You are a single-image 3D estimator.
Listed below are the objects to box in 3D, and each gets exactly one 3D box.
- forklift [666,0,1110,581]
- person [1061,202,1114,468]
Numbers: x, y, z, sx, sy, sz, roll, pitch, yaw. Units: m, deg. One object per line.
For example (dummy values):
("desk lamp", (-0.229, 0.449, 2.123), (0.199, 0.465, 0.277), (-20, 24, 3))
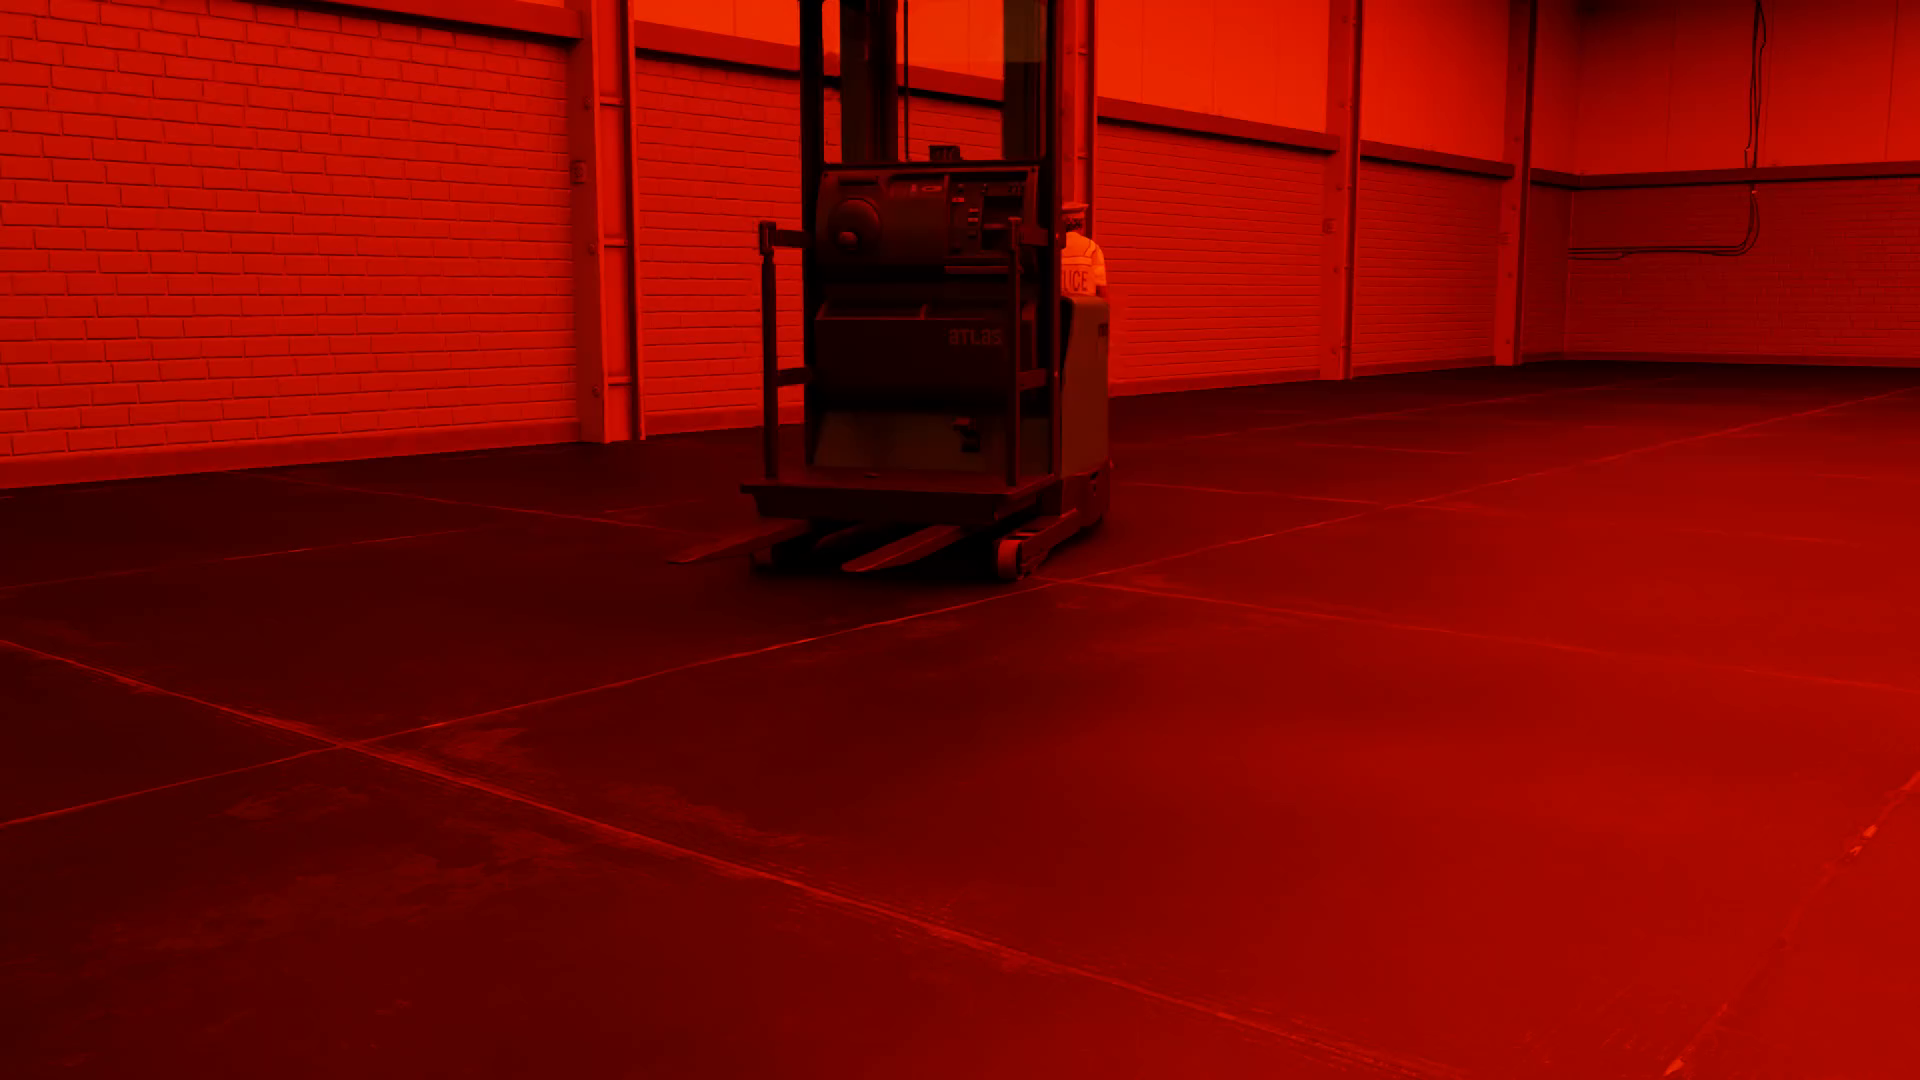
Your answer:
("forklift", (-0.198, -1.355, 6.545), (1.130, 2.935, 3.031), (3, 9, 17))
("person", (0.703, -1.271, 10.382), (0.514, 1.656, 0.397), (2, 9, 12))
